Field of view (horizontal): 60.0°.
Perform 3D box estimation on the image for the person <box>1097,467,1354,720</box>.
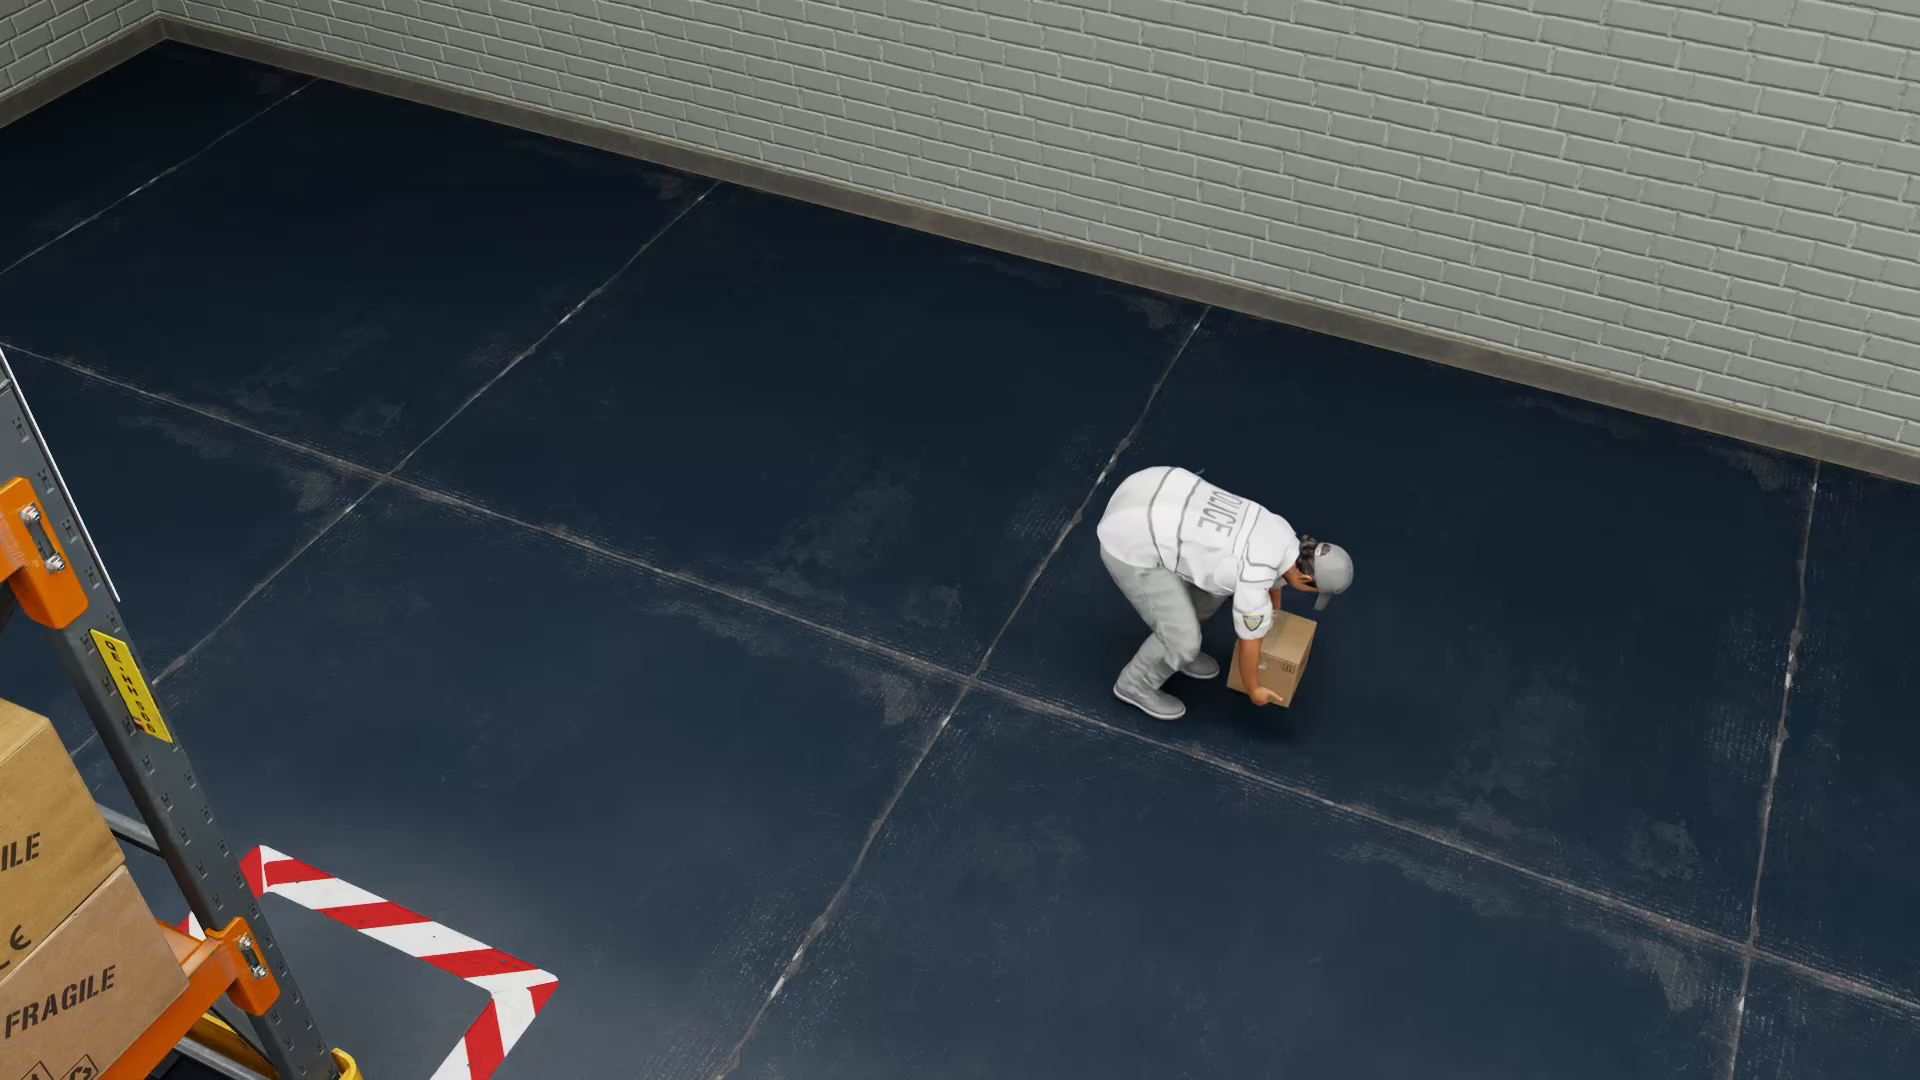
[{"bbox_3d":[0.984,0.247,6.365,0.951,1.026,0.480,16,45,17],"label":"person"}]
